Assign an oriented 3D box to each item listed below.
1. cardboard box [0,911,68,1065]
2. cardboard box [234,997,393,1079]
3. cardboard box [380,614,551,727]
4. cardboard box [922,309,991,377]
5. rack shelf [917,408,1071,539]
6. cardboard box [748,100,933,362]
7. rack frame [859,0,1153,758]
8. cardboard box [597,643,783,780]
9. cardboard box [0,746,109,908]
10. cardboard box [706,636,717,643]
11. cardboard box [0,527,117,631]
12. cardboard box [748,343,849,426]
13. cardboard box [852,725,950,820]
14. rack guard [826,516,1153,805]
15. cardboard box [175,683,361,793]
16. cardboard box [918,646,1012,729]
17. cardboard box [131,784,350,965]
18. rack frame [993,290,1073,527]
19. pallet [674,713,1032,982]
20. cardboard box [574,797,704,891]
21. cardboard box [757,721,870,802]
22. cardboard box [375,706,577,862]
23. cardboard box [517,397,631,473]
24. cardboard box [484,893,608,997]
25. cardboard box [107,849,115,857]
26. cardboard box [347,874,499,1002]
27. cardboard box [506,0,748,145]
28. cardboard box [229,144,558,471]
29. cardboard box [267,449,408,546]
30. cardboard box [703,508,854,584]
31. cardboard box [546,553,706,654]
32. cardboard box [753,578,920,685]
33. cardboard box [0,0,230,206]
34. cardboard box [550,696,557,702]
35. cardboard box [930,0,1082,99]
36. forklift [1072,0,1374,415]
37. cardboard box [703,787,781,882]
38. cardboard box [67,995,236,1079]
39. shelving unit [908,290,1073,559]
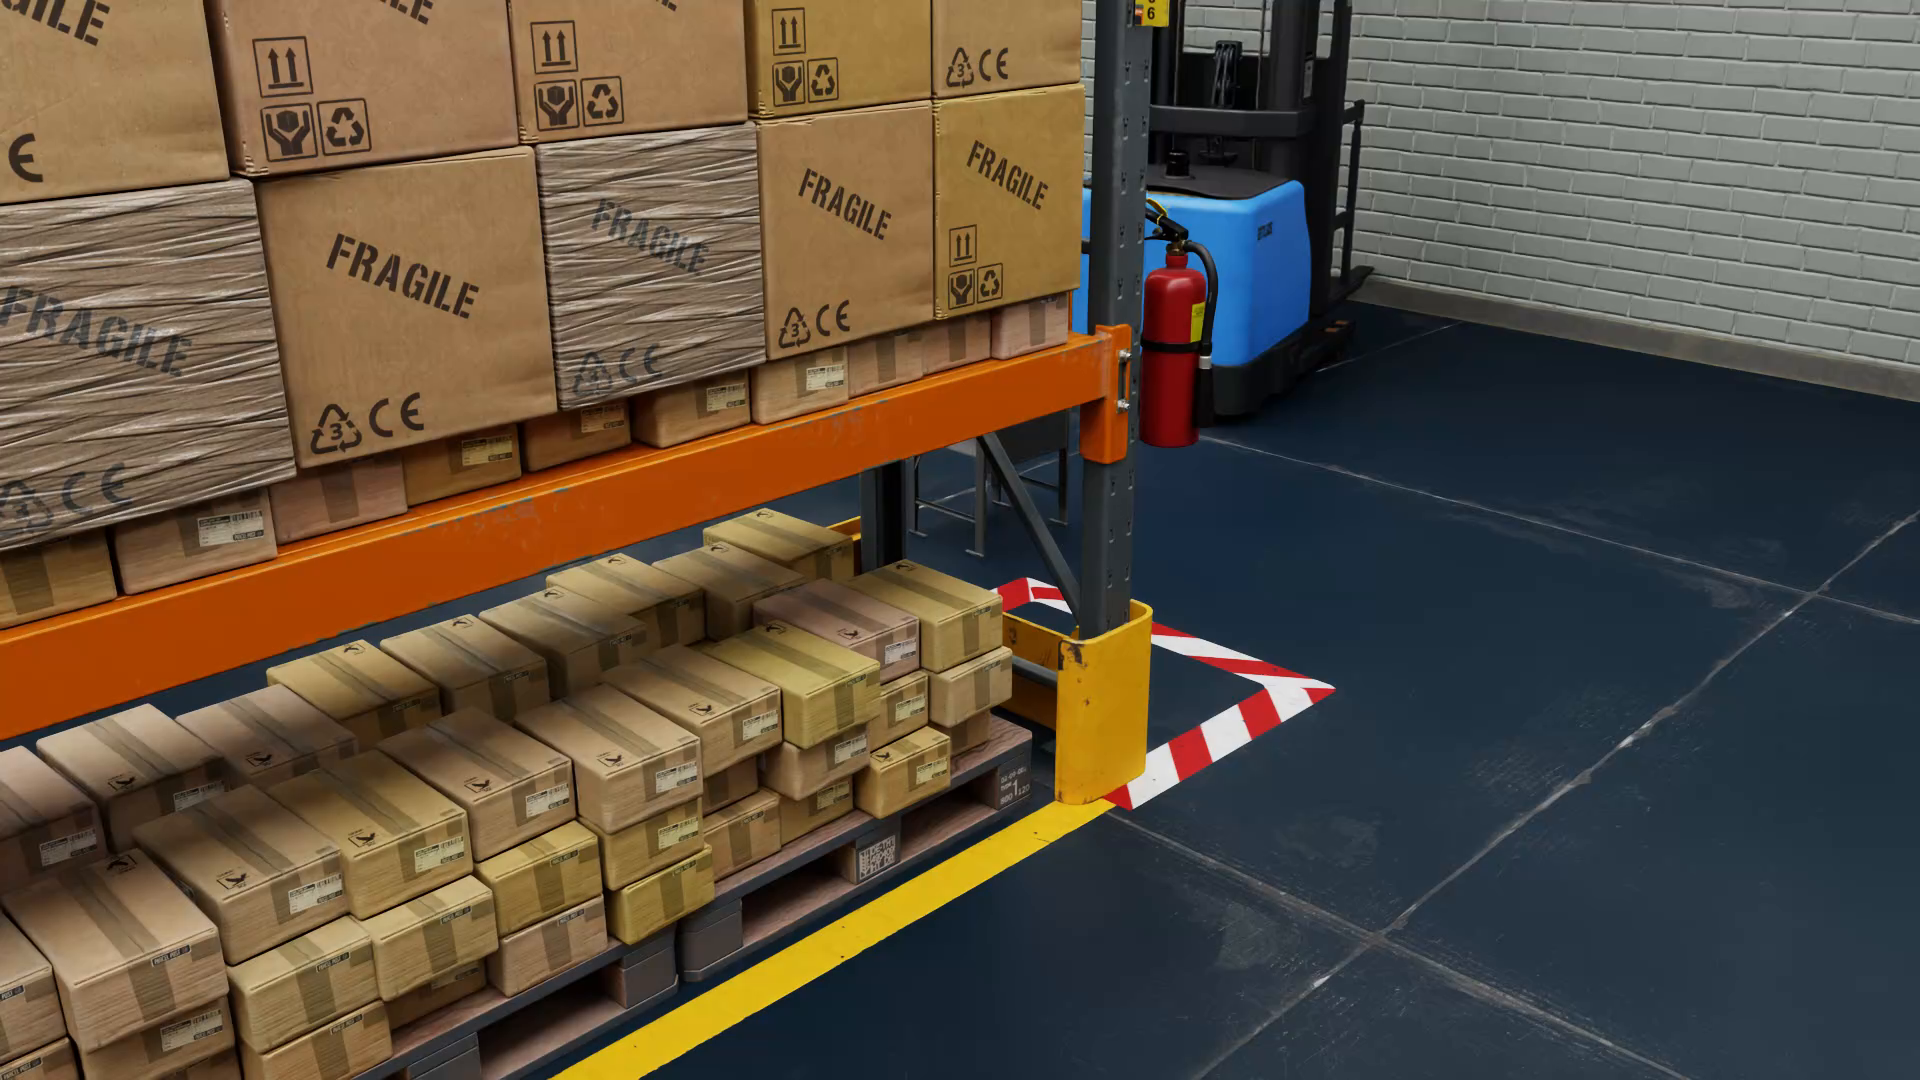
[{"bbox_3d":[-1.778,0.784,2.914,0.380,0.149,0.250,18,28,39],"label":"cardboard box"},{"bbox_3d":[-1.348,0.947,3.318,0.380,0.149,0.250,18,28,39],"label":"cardboard box"},{"bbox_3d":[-1.214,0.335,4.081,0.250,0.149,0.380,-19,28,-40],"label":"cardboard box"},{"bbox_3d":[-0.143,-0.532,4.129,0.380,0.149,0.250,19,28,41],"label":"cardboard box"},{"bbox_3d":[0.115,-0.357,6.565,0.431,0.518,0.480,19,28,41],"label":"rack shelf"},{"bbox_3d":[-0.410,-0.733,3.748,0.500,0.500,0.500,19,28,40],"label":"cardboard box"},{"bbox_3d":[0.082,-0.859,4.628,1.000,3.000,0.127,19,28,41],"label":"rack frame"},{"bbox_3d":[-0.638,0.397,3.920,0.380,0.149,0.250,18,27,39],"label":"cardboard box"},{"bbox_3d":[-1.969,0.588,3.422,0.380,0.149,0.250,18,27,38],"label":"cardboard box"},{"bbox_3d":[-0.699,0.264,4.681,0.380,0.149,0.250,19,28,40],"label":"cardboard box"},{"bbox_3d":[-1.584,0.012,2.712,0.250,0.149,0.380,-20,28,-41],"label":"cardboard box"},{"bbox_3d":[-0.469,-0.393,3.766,0.250,0.149,0.380,-19,28,-41],"label":"cardboard box"},{"bbox_3d":[-0.242,0.555,4.338,0.250,0.149,0.380,-19,28,-40],"label":"cardboard box"},{"bbox_3d":[0.029,0.327,5.026,1.175,0.500,0.348,19,28,41],"label":"rack guard"},{"bbox_3d":[-1.537,0.480,3.705,0.380,0.149,0.250,19,28,41],"label":"cardboard box"},{"bbox_3d":[-0.082,0.344,4.472,0.380,0.149,0.250,18,28,39],"label":"cardboard box"},{"bbox_3d":[-1.411,0.648,3.267,0.380,0.149,0.250,18,27,39],"label":"cardboard box"},{"bbox_3d":[0.286,-1.085,6.472,0.400,2.100,0.015,19,28,41],"label":"rack frame"},{"bbox_3d":[-0.563,0.662,4.557,1.003,0.211,1.213,19,28,41],"label":"pallet"},{"bbox_3d":[-0.795,0.614,3.769,0.250,0.149,0.380,-20,28,-41],"label":"cardboard box"},{"bbox_3d":[-0.443,0.478,4.123,0.380,0.149,0.250,18,27,39],"label":"cardboard box"},{"bbox_3d":[-1.049,0.520,3.600,0.380,0.149,0.250,18,27,39],"label":"cardboard box"},{"bbox_3d":[-0.905,-0.278,3.467,0.380,0.149,0.250,18,27,38],"label":"cardboard box"},{"bbox_3d":[-0.989,0.814,3.663,0.250,0.149,0.380,-20,28,-41],"label":"cardboard box"},{"bbox_3d":[-1.752,0.685,3.586,0.380,0.149,0.250,18,27,38],"label":"cardboard box"},{"bbox_3d":[-1.159,0.753,3.407,0.380,0.149,0.250,20,28,41],"label":"cardboard box"},{"bbox_3d":[-0.769,-1.065,3.217,0.500,0.500,0.500,-18,28,-39],"label":"cardboard box"},{"bbox_3d":[-1.112,-0.475,3.075,0.500,0.500,0.500,-18,28,-39],"label":"cardboard box"},{"bbox_3d":[-1.239,-0.135,3.096,0.250,0.149,0.380,-19,28,-40],"label":"cardboard box"},{"bbox_3d":[-0.527,0.048,4.828,0.380,0.149,0.250,18,27,38],"label":"cardboard box"},{"bbox_3d":[-0.900,0.181,4.481,0.380,0.149,0.250,19,28,40],"label":"cardboard box"},{"bbox_3d":[-0.322,0.248,4.308,0.250,0.149,0.380,-20,28,-41],"label":"cardboard box"},{"bbox_3d":[-1.495,-0.797,2.519,0.500,0.500,0.500,-20,28,-41],"label":"cardboard box"},{"bbox_3d":[-1.063,0.388,4.359,0.250,0.149,0.380,-19,28,-40],"label":"cardboard box"},{"bbox_3d":[-0.059,-1.331,3.909,0.500,0.500,0.500,19,28,40],"label":"cardboard box"},{"bbox_3d":[1.578,-2.447,8.857,1.130,2.935,3.031,11,24,26],"label":"forklift"},{"bbox_3d":[-0.651,0.668,4.044,0.380,0.149,0.250,20,28,41],"label":"cardboard box"},{"bbox_3d":[-1.571,0.859,3.131,0.250,0.149,0.380,-19,28,-40],"label":"cardboard box"},{"bbox_3d":[0.115,-1.023,6.309,0.431,2.100,0.503,19,28,41],"label":"shelving unit"}]
